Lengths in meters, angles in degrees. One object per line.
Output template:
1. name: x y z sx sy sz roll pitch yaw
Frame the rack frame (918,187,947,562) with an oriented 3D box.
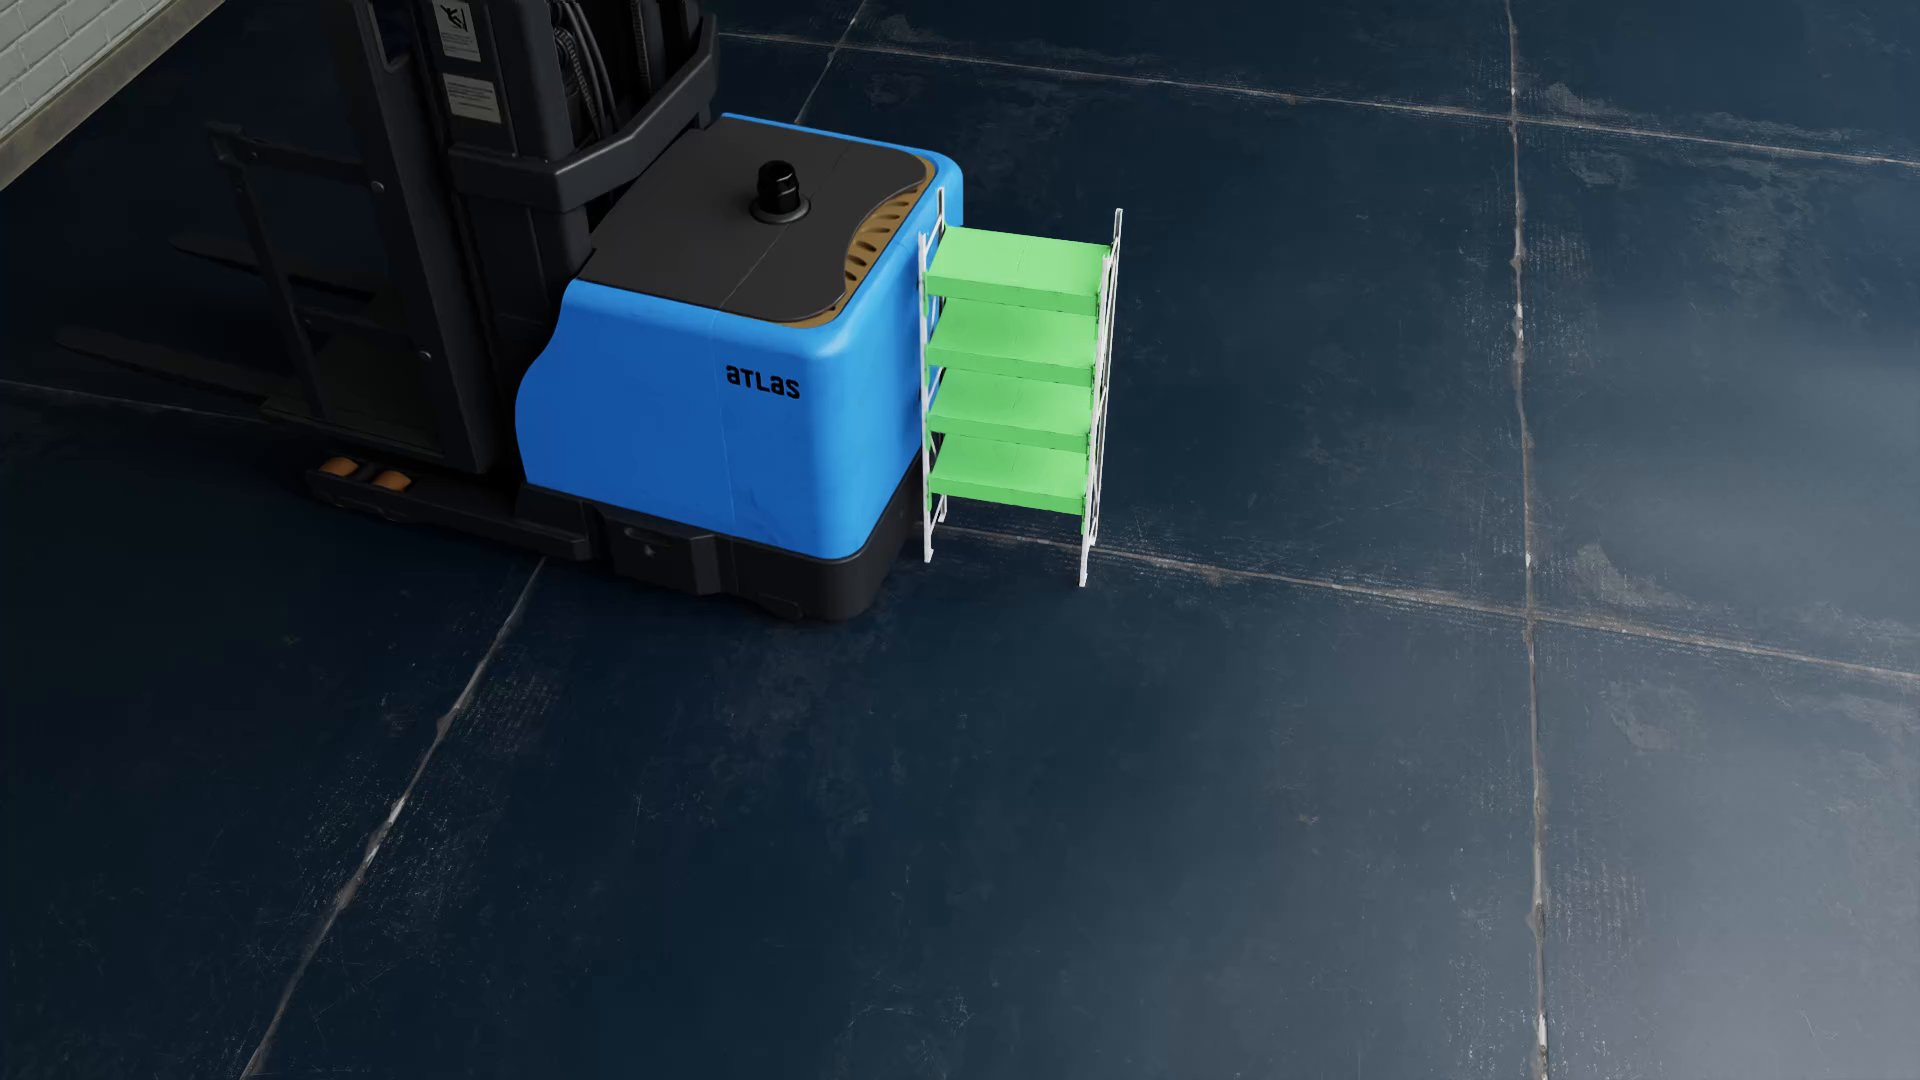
1. rack frame: -0.077 -0.444 4.846 0.015 1.200 0.240 9 45 9

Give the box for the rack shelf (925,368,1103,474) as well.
1. rack shelf: 0.162 -0.361 4.852 0.480 0.148 0.258 9 45 9

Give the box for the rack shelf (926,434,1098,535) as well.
1. rack shelf: 0.162 -0.188 5.019 0.480 0.148 0.258 9 45 9

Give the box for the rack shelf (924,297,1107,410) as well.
1. rack shelf: 0.162 -0.534 4.686 0.480 0.148 0.258 9 45 9

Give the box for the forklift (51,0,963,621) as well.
1. forklift: -1.550 -1.443 4.636 3.031 2.935 1.130 14 46 14

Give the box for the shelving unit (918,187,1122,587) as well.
1. shelving unit: 0.162 -0.407 4.808 0.503 1.200 0.258 9 45 9

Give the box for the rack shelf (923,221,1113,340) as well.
1. rack shelf: 0.162 -0.707 4.519 0.480 0.148 0.258 9 45 9

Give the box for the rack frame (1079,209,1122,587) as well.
1. rack frame: 0.400 -0.370 4.769 0.015 1.200 0.240 9 45 9
